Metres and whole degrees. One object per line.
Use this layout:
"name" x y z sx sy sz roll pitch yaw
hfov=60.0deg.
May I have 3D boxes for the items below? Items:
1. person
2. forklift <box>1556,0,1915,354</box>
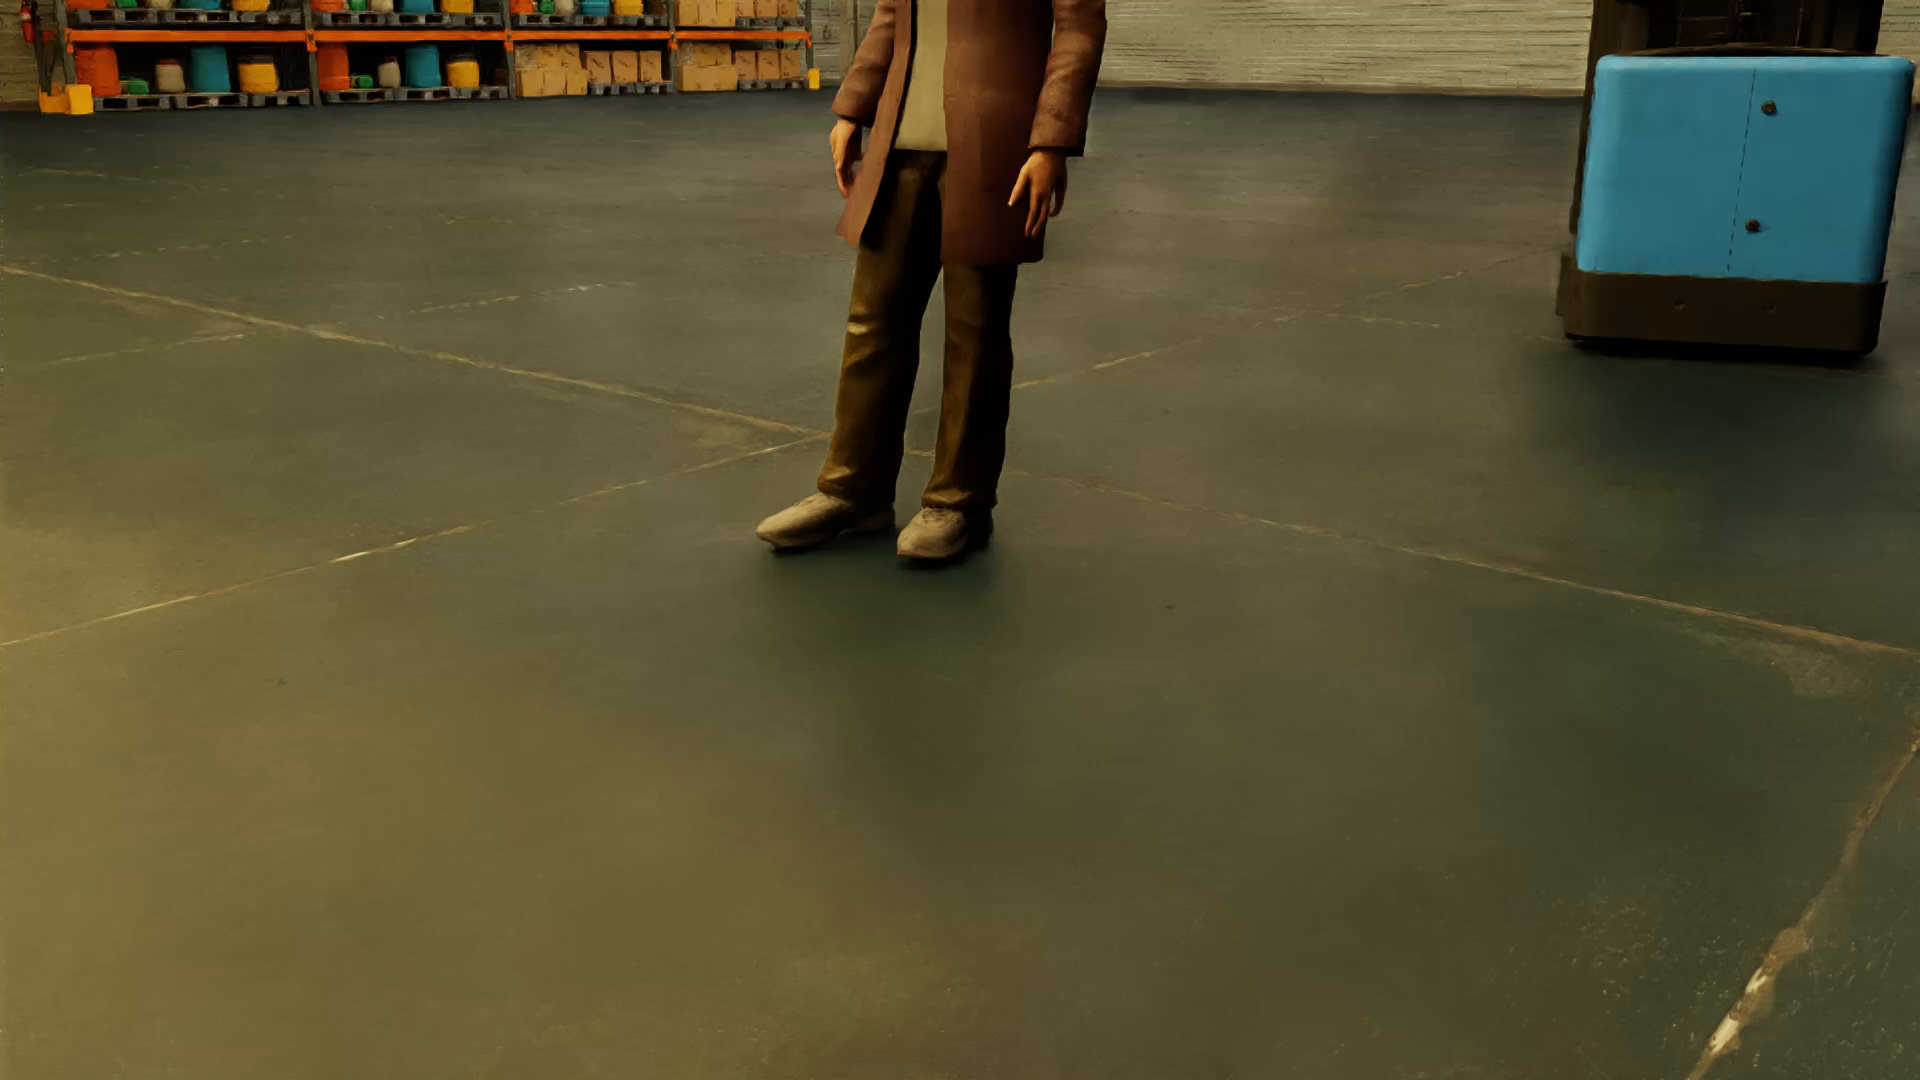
"person" -0.062 -0.838 3.617 0.694 1.776 0.580 13 21 37
"forklift" 3.264 -2.462 7.004 1.130 2.935 3.031 6 18 19
